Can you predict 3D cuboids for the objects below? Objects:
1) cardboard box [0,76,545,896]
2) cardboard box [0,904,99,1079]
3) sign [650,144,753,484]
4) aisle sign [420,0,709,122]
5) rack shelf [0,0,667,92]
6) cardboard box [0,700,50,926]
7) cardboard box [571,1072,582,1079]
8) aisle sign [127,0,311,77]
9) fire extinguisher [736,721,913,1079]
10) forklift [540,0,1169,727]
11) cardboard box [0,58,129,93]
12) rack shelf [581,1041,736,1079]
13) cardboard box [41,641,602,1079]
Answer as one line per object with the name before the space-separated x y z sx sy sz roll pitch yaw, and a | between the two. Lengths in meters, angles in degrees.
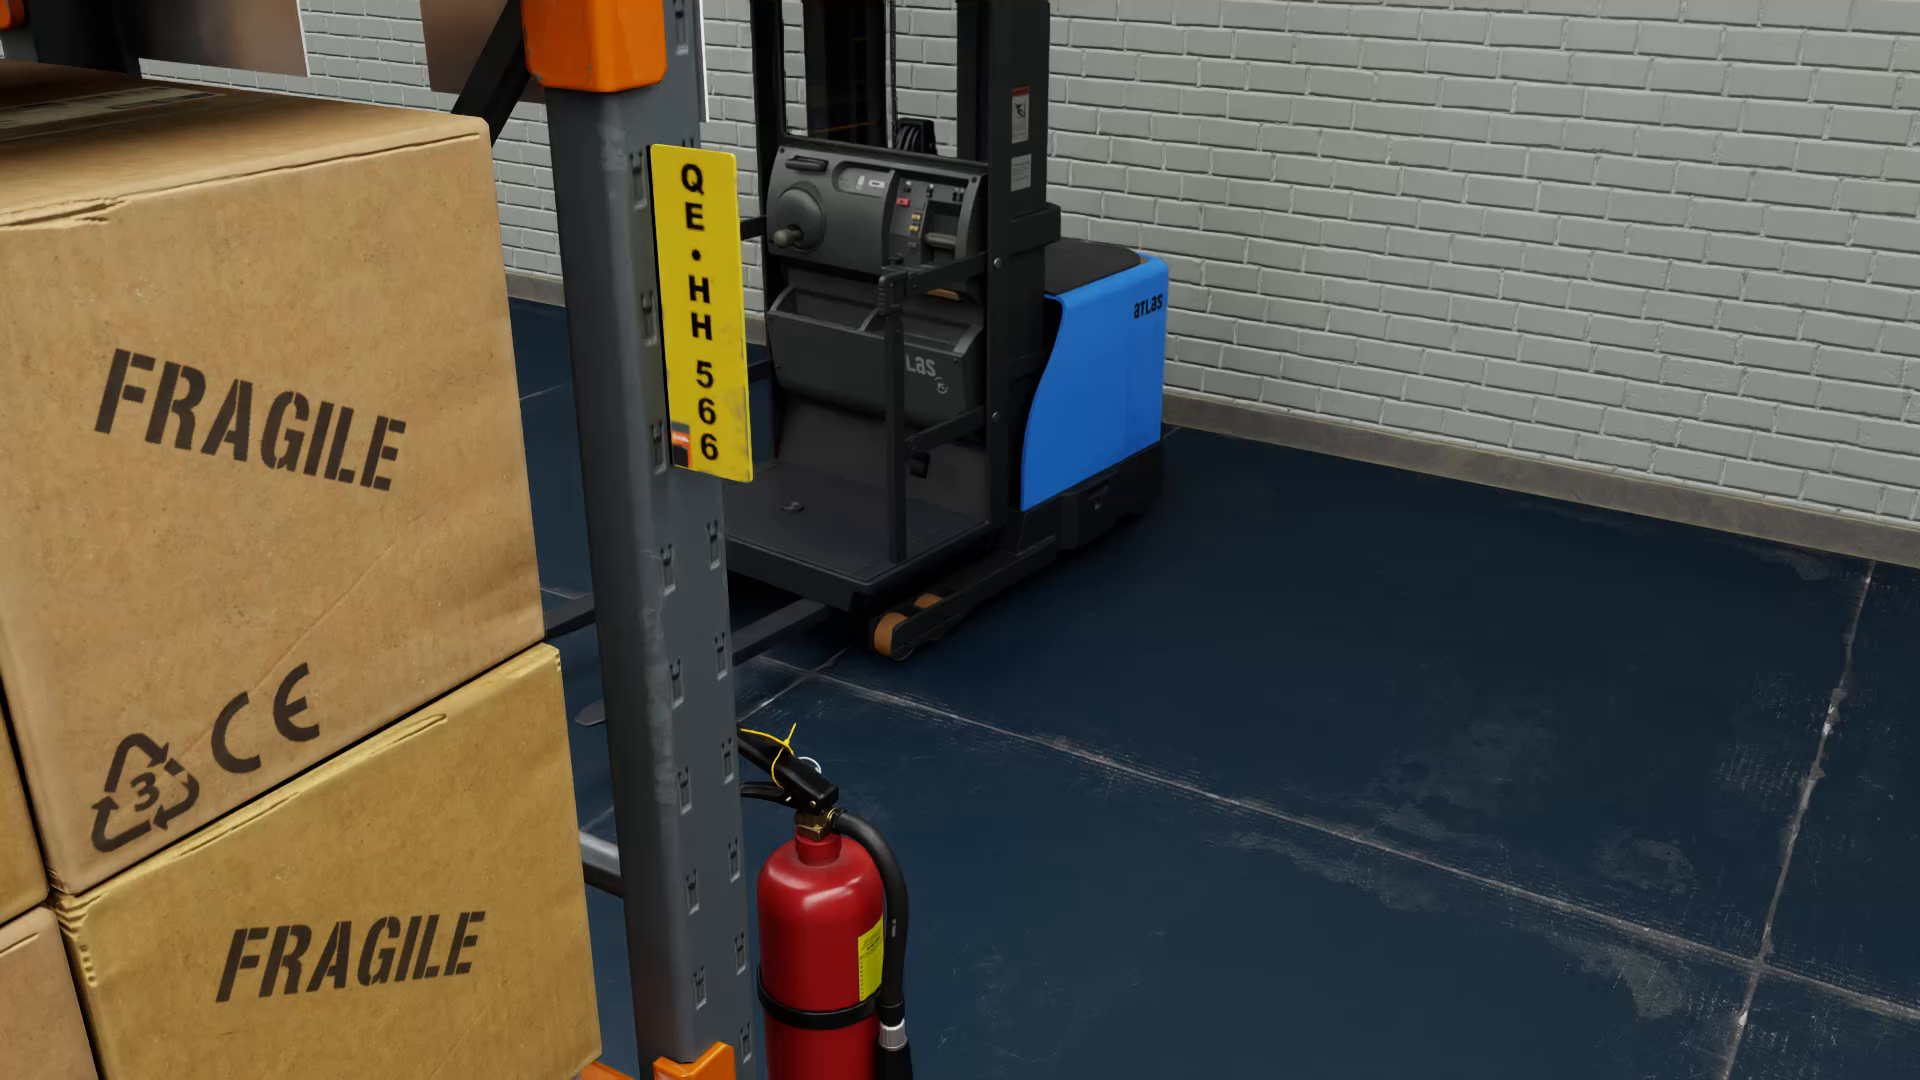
cardboard box | -0.741 -0.097 1.441 0.500 0.500 0.500 13 27 28
cardboard box | -1.006 0.533 1.242 0.500 0.500 0.500 13 27 28
sign | -0.250 -0.216 1.618 0.100 0.325 0.005 14 27 29
aisle sign | -0.418 -0.818 1.591 0.394 0.787 0.004 14 27 29
rack shelf | -1.766 -0.034 0.183 1.077 0.370 4.000 14 27 29
cardboard box | -1.008 0.074 1.046 0.500 0.500 0.500 13 27 27
cardboard box | -0.643 0.622 1.854 0.380 0.149 0.250 14 27 29
aisle sign | -0.927 -0.943 1.881 0.394 0.787 0.004 14 27 29
fire extinguisher | -0.186 0.556 2.258 0.296 0.674 0.183 14 27 29
forklift | -0.444 -1.147 5.710 1.130 2.935 3.031 17 29 34
cardboard box | -1.173 -0.208 1.696 0.500 0.500 0.500 14 27 29
rack shelf | -1.766 1.342 0.779 1.077 0.370 4.000 14 27 29
cardboard box | -0.729 0.360 1.641 0.500 0.500 0.500 14 27 30
